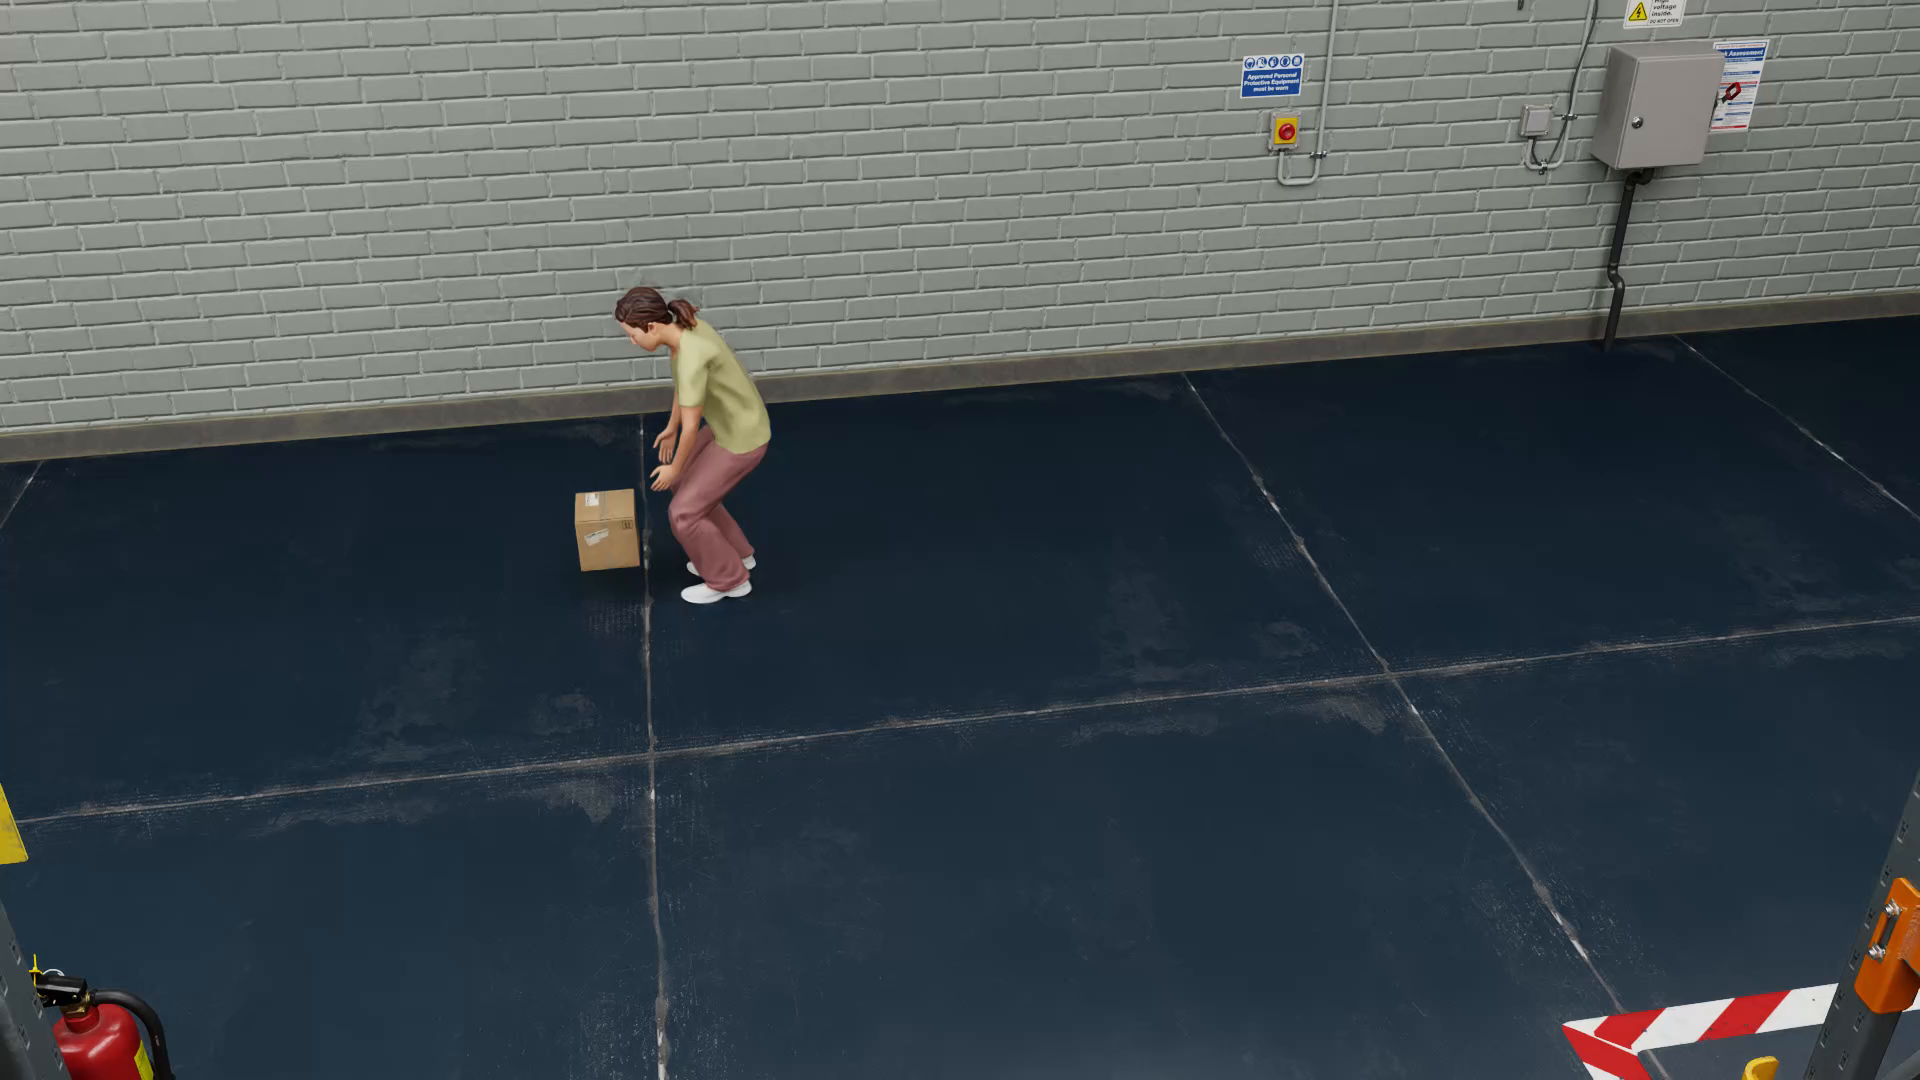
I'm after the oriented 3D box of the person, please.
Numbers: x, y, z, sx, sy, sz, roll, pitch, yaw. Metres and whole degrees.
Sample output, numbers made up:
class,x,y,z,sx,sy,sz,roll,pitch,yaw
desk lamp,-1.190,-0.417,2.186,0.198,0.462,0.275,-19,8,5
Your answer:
class,x,y,z,sx,sy,sz,roll,pitch,yaw
person,-1.095,-0.407,7.049,0.595,1.444,0.507,-5,31,-8
